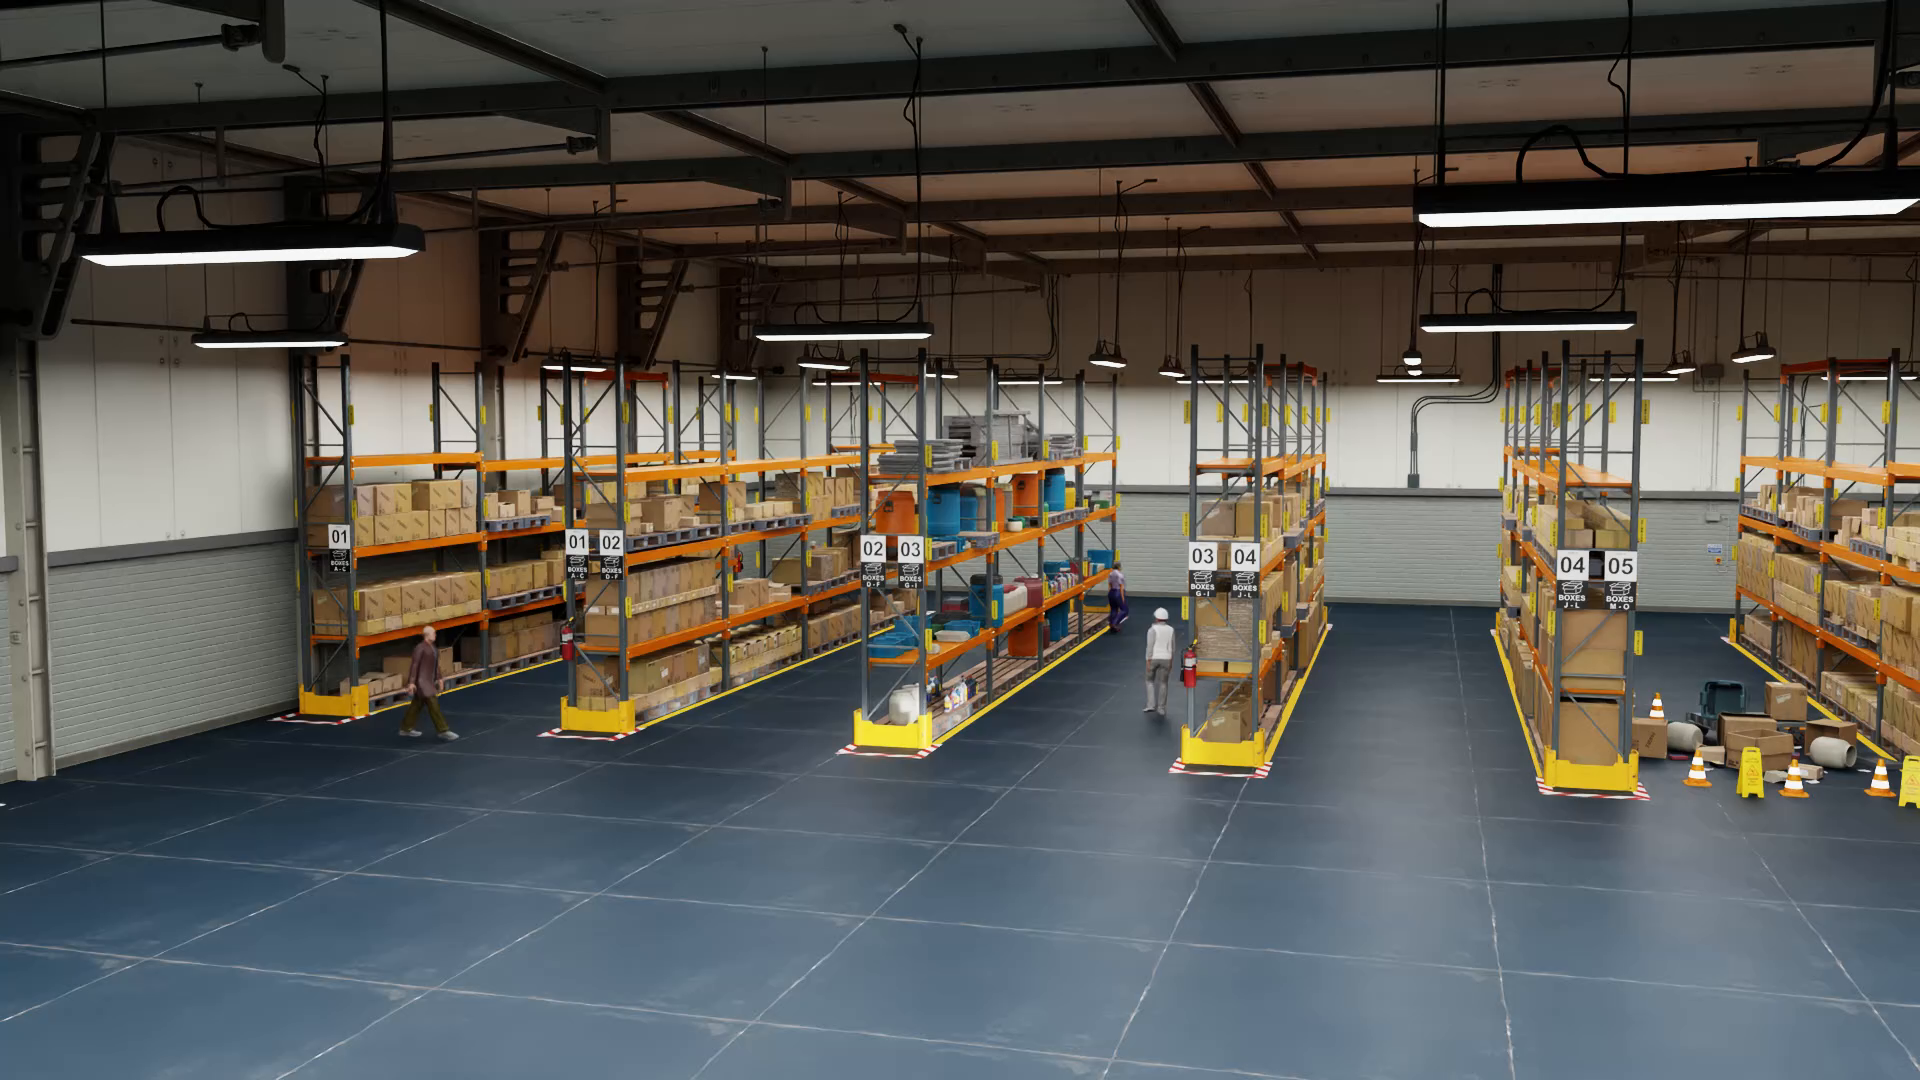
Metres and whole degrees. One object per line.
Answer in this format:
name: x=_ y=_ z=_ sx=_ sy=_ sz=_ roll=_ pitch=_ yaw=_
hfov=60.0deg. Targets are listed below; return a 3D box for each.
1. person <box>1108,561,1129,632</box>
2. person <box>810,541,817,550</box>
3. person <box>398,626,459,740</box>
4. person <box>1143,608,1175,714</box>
person: x=3.586 y=1.307 z=38.249 sx=0.445 sy=1.650 sz=0.519 roll=-3 pitch=5 yaw=-31
person: x=-3.879 y=0.817 z=44.845 sx=0.486 sy=1.617 sz=0.857 roll=1 pitch=4 yaw=13
person: x=-8.196 y=2.188 z=25.671 sx=1.033 sy=1.722 sz=0.627 roll=0 pitch=4 yaw=4
person: x=3.373 y=2.050 z=27.911 sx=0.525 sy=1.815 sz=0.618 roll=0 pitch=4 yaw=-3
